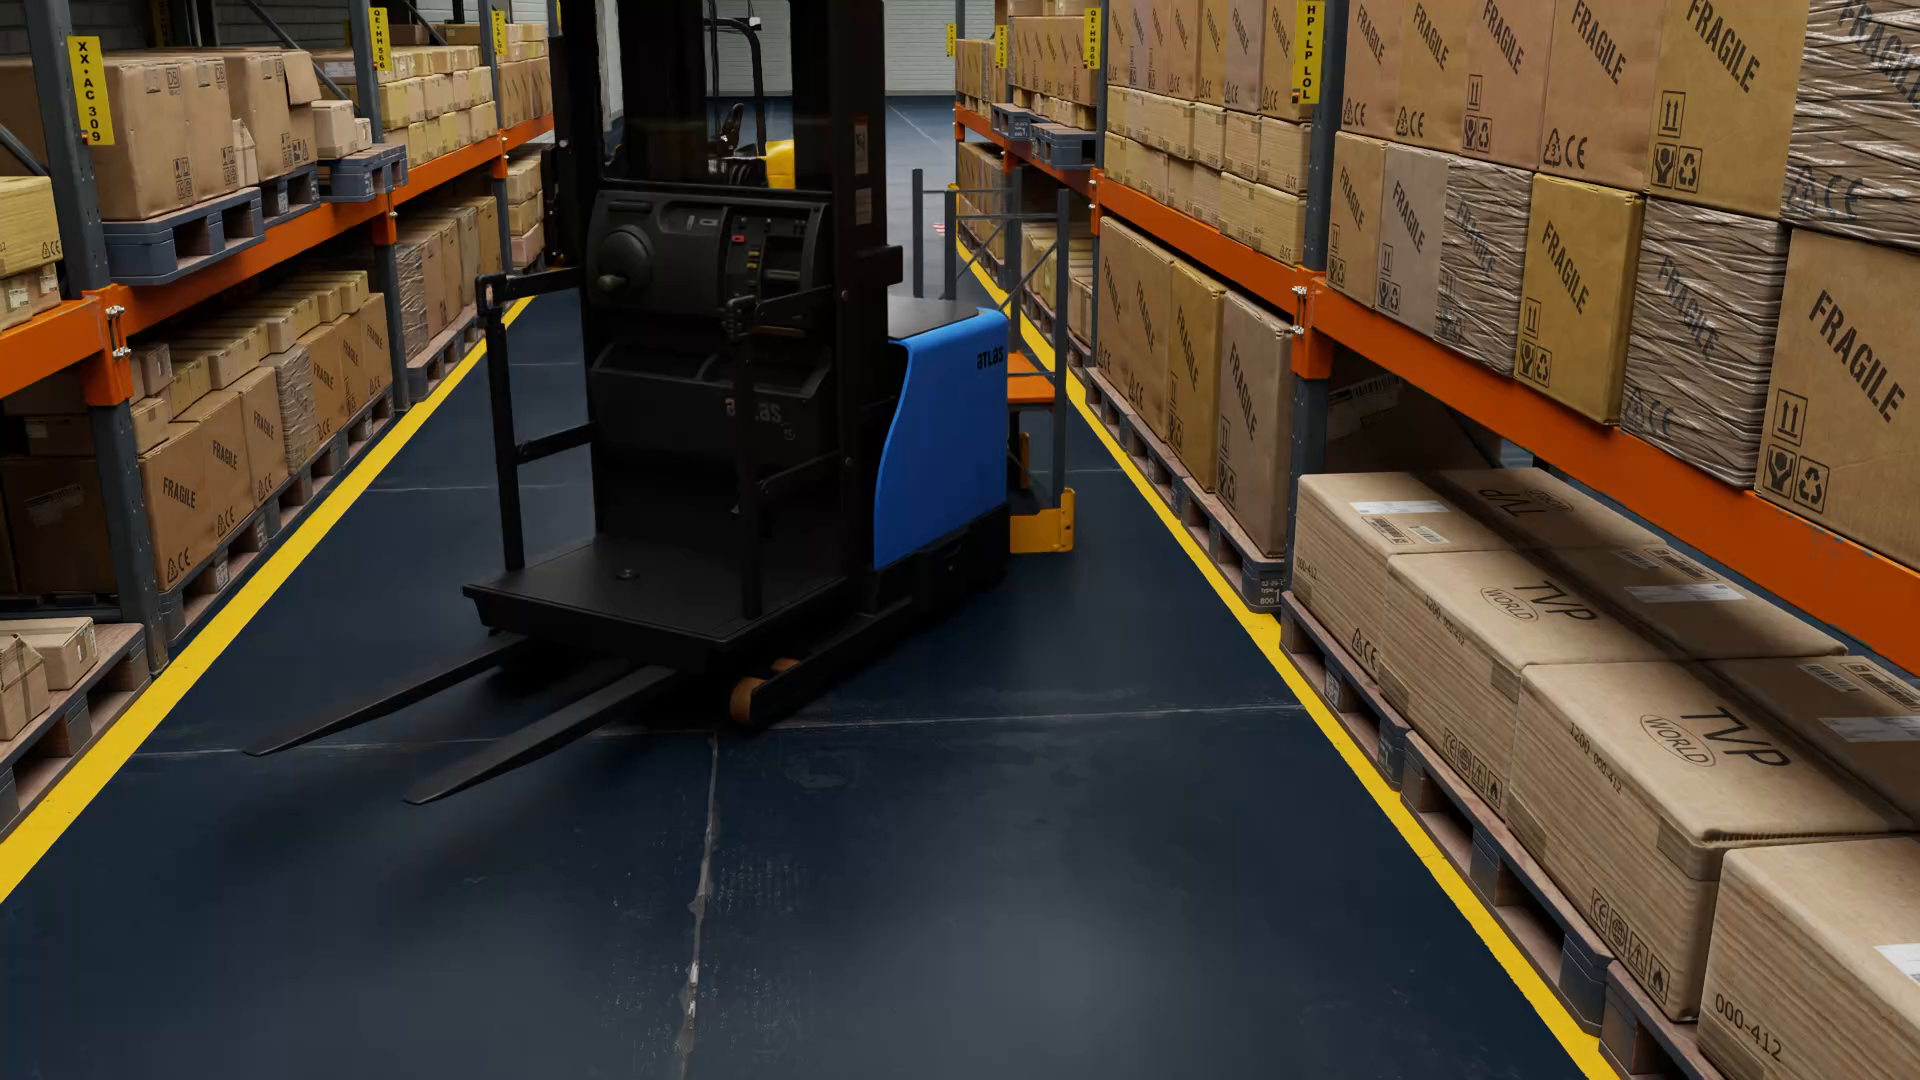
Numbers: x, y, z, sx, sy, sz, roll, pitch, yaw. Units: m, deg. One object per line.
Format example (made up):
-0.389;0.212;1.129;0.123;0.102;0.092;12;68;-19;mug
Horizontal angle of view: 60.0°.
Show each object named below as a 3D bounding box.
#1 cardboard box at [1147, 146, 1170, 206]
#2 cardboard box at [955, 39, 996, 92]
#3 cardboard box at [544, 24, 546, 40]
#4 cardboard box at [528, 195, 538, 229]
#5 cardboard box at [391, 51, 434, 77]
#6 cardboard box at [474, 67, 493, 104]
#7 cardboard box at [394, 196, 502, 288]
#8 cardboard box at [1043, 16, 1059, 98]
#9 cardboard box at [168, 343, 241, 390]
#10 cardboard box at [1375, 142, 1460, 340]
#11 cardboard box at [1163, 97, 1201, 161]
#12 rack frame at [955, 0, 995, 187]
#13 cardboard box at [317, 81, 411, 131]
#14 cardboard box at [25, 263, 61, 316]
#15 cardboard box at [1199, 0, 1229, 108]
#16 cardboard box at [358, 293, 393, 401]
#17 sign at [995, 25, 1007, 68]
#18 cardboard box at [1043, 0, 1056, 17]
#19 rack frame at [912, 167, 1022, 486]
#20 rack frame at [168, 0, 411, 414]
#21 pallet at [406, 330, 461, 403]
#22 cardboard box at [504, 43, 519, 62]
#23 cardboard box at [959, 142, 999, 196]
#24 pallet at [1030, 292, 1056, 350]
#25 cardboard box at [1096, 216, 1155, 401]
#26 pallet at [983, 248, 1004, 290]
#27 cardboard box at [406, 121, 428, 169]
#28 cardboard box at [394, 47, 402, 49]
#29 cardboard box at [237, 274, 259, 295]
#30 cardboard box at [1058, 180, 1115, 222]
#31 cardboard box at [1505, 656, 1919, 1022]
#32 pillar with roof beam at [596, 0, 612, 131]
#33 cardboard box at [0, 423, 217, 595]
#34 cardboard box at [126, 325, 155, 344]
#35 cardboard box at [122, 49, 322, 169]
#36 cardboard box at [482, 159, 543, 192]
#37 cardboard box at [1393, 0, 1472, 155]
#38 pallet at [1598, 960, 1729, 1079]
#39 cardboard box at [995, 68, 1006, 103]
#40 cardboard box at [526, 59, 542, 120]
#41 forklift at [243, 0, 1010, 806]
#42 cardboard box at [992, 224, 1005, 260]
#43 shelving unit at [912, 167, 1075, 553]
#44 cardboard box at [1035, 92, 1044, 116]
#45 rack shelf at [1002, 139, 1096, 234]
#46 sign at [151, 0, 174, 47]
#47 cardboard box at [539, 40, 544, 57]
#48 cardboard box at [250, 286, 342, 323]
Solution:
1.201;-1.775;8.072;0.500;0.250;0.500;-1;17;-4;cardboard box
0.229;-4.732;16.579;0.500;0.500;0.500;-2;18;-6;cardboard box
-4.178;-4.864;15.916;0.380;0.149;0.250;-2;18;-6;cardboard box
-3.865;-2.777;14.068;0.500;0.250;0.500;-2;18;-6;cardboard box
-3.539;-3.000;10.474;0.380;0.149;0.250;-1;17;-4;cardboard box
-3.763;-3.375;12.334;0.500;0.250;0.500;-2;18;-7;cardboard box
-4.003;-2.258;12.626;0.875;0.625;0.625;-1;17;-3;cardboard box
0.841;-3.130;10.773;0.500;0.500;0.500;-3;18;-9;cardboard box
-3.189;-0.708;6.813;0.380;0.149;0.250;-2;18;-6;cardboard box
1.530;-0.867;4.763;0.500;0.500;0.500;-2;18;-5;cardboard box
1.219;-1.863;7.518;0.500;0.250;0.500;-1;17;-5;cardboard box
0.456;-4.692;17.115;1.000;3.000;0.127;-2;18;-6;rack frame
-3.433;-2.462;9.426;0.500;0.250;0.500;-2;18;-6;cardboard box
-2.959;-0.755;4.995;0.380;0.149;0.250;-2;17;-5;cardboard box
1.305;-2.073;6.935;0.500;0.500;0.500;-1;17;-4;cardboard box
-3.398;-1.043;8.962;0.500;0.500;0.500;-1;17;-4;cardboard box
0.330;-3.894;13.129;0.100;0.325;0.005;-2;18;-6;sign
0.780;-3.728;11.597;0.380;0.149;0.250;-1;17;-3;cardboard box
0.034;-0.973;7.772;0.500;1.500;0.032;-3;18;-8;rack frame
-3.655;-2.154;9.031;1.000;3.000;0.127;-2;18;-6;rack frame
-3.701;-1.070;10.234;1.003;0.211;1.213;-2;18;-6;pallet
-3.874;-4.036;13.775;0.380;0.149;0.250;-1;17;-4;cardboard box
0.267;-3.682;16.536;0.500;0.500;0.500;-2;18;-7;cardboard box
1.080;-1.574;11.838;1.003;0.211;1.213;-2;18;-6;pallet
1.270;-1.287;9.115;0.875;0.875;0.875;-2;18;-6;cardboard box
0.764;-2.369;14.371;1.003;0.211;1.213;-2;18;-6;pallet
-3.505;-2.372;9.976;0.500;0.250;0.500;-2;18;-7;cardboard box
-4.270;-3.510;12.100;0.380;0.149;0.250;-2;18;-7;cardboard box
-3.912;-1.306;8.720;0.380;0.149;0.250;-1;17;-3;cardboard box
1.077;-2.931;14.142;0.500;0.500;0.500;-1;17;-3;cardboard box
1.836;0.631;3.736;0.875;0.438;0.875;-1;17;-4;cardboard box
-2.880;-12.660;32.481;9.100;9.000;0.400;-2;18;-6;pillar with roof beam
-3.069;-0.121;6.028;0.500;0.500;0.500;-1;17;-3;cardboard box
-3.739;-0.841;7.237;0.380;0.149;0.250;-2;18;-8;cardboard box
-3.303;-1.923;7.422;0.797;0.503;0.637;-2;18;-7;cardboard box
-3.911;-3.166;14.473;0.500;0.250;0.500;-1;17;-4;cardboard box
1.548;-1.342;4.607;0.500;0.500;0.500;-2;18;-6;cardboard box
1.946;1.169;3.100;1.003;0.211;1.213;-2;18;-6;pallet
0.576;-3.815;13.657;0.500;0.500;0.500;-2;18;-7;cardboard box
-4.008;-3.990;14.711;0.500;0.500;0.500;-2;18;-5;cardboard box
-0.953;-0.953;5.318;1.130;2.935;3.031;9;20;28;forklift
0.541;-2.557;14.203;0.500;0.250;0.500;-1;17;-3;cardboard box
0.112;-0.820;7.284;0.587;1.500;1.083;-3;18;-8;shelving unit
0.718;-3.017;11.498;0.380;0.149;0.250;-1;17;-4;cardboard box
1.075;-2.561;11.529;1.077;0.370;4.000;-2;18;-6;rack shelf
-4.207;-2.689;8.800;0.100;0.325;0.005;-2;18;-6;sign
-4.144;-4.646;15.718;0.380;0.149;0.250;-1;17;-5;cardboard box
-3.310;-1.172;8.291;0.380;0.149;0.250;-2;18;-7;cardboard box
